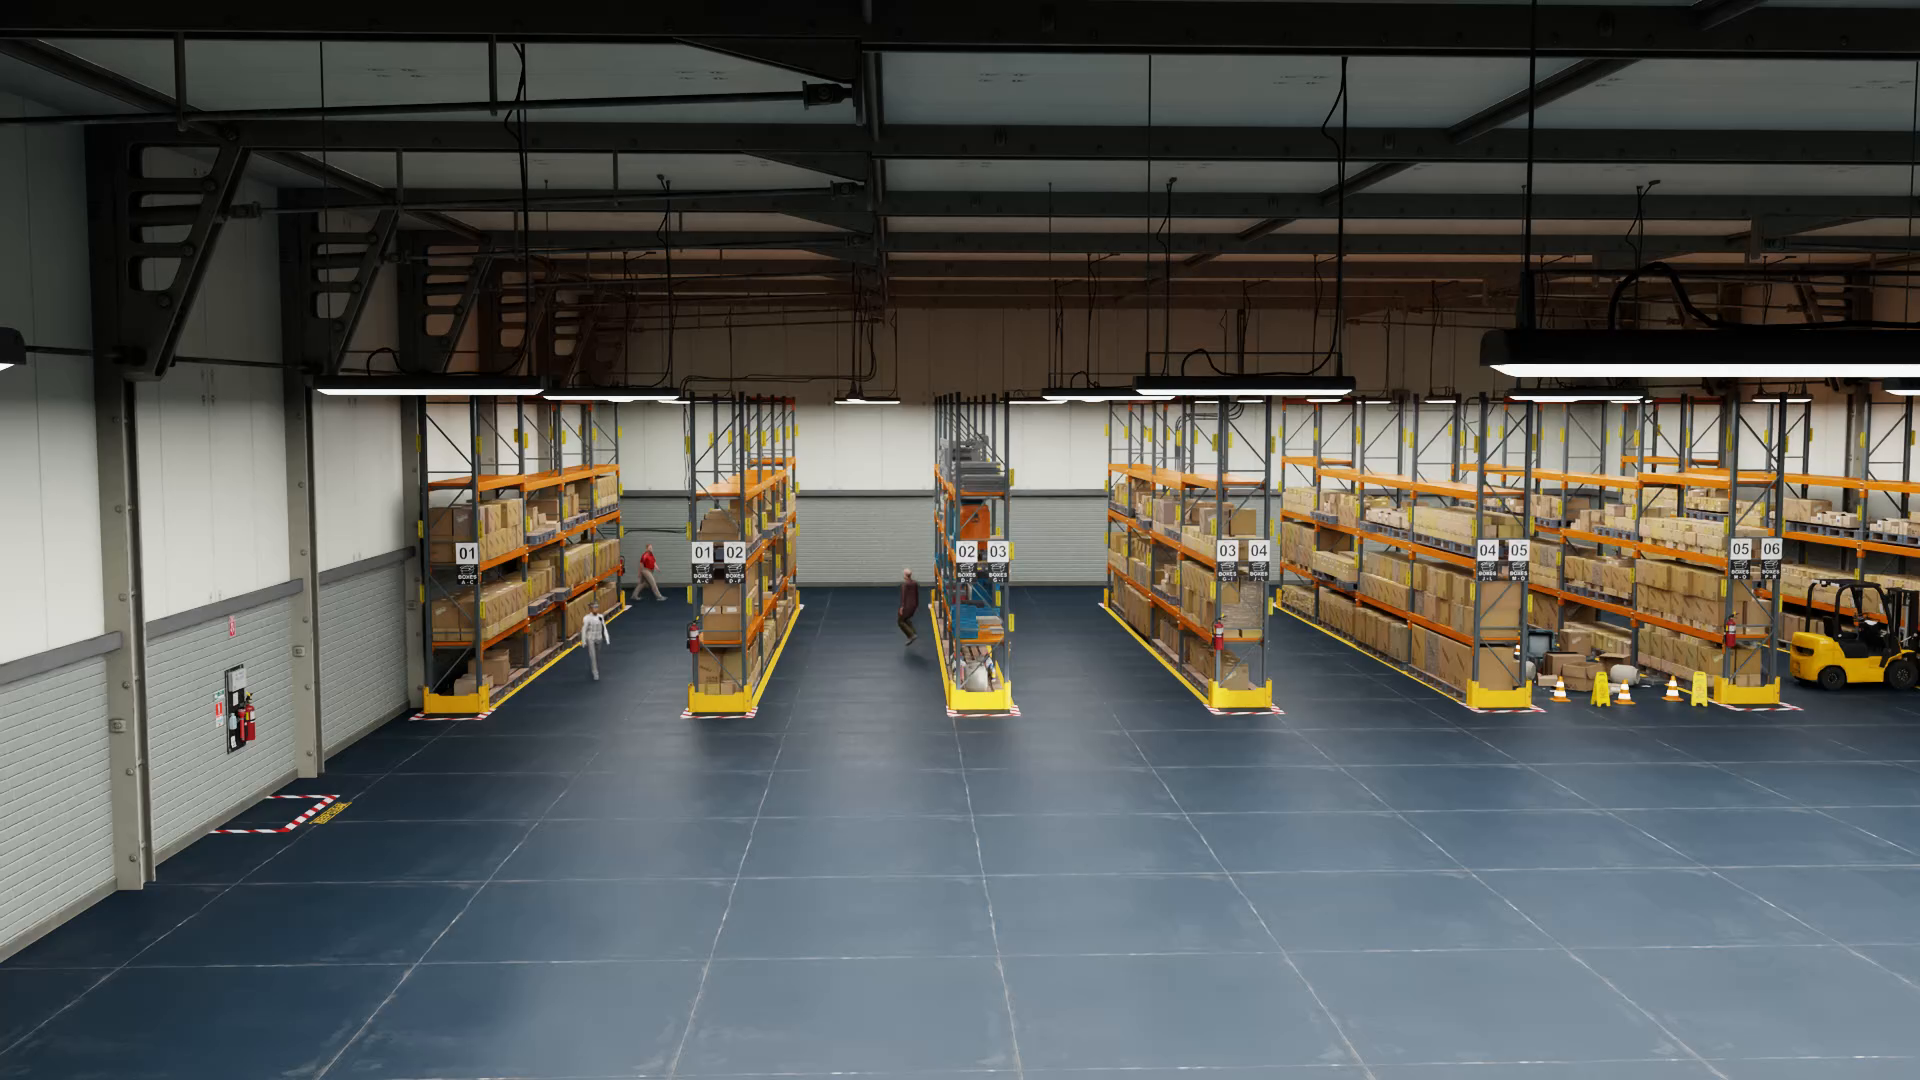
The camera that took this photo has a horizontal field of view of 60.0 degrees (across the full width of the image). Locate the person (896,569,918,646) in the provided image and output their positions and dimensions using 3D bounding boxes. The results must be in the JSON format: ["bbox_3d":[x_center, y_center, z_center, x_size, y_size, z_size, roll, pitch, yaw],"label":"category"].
[{"bbox_3d":[-1.184,1.566,38.778,0.614,1.773,0.632,3,6,36],"label":"person"}]

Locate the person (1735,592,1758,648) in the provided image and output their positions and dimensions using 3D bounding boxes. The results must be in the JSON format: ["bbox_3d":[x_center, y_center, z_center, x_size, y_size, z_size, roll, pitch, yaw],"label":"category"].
[{"bbox_3d":[17.159,1.960,36.129,0.527,1.816,0.556,-1,5,-10],"label":"person"}]

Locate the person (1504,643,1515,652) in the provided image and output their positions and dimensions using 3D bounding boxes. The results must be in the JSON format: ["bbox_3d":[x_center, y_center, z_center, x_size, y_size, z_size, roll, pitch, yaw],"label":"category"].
[{"bbox_3d":[12.627,1.828,38.349,0.476,1.667,0.443,-2,5,-22],"label":"person"}]

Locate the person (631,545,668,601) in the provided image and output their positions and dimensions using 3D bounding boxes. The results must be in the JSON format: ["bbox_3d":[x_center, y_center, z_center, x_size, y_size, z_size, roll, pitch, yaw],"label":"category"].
[{"bbox_3d":[-9.147,0.955,48.942,1.118,1.648,0.504,0,5,2],"label":"person"}]

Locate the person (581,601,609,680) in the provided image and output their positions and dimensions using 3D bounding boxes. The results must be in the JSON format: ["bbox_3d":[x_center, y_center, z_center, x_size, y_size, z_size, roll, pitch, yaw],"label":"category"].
[{"bbox_3d":[-7.703,2.082,35.038,0.555,1.617,1.081,-2,5,-28],"label":"person"}]
